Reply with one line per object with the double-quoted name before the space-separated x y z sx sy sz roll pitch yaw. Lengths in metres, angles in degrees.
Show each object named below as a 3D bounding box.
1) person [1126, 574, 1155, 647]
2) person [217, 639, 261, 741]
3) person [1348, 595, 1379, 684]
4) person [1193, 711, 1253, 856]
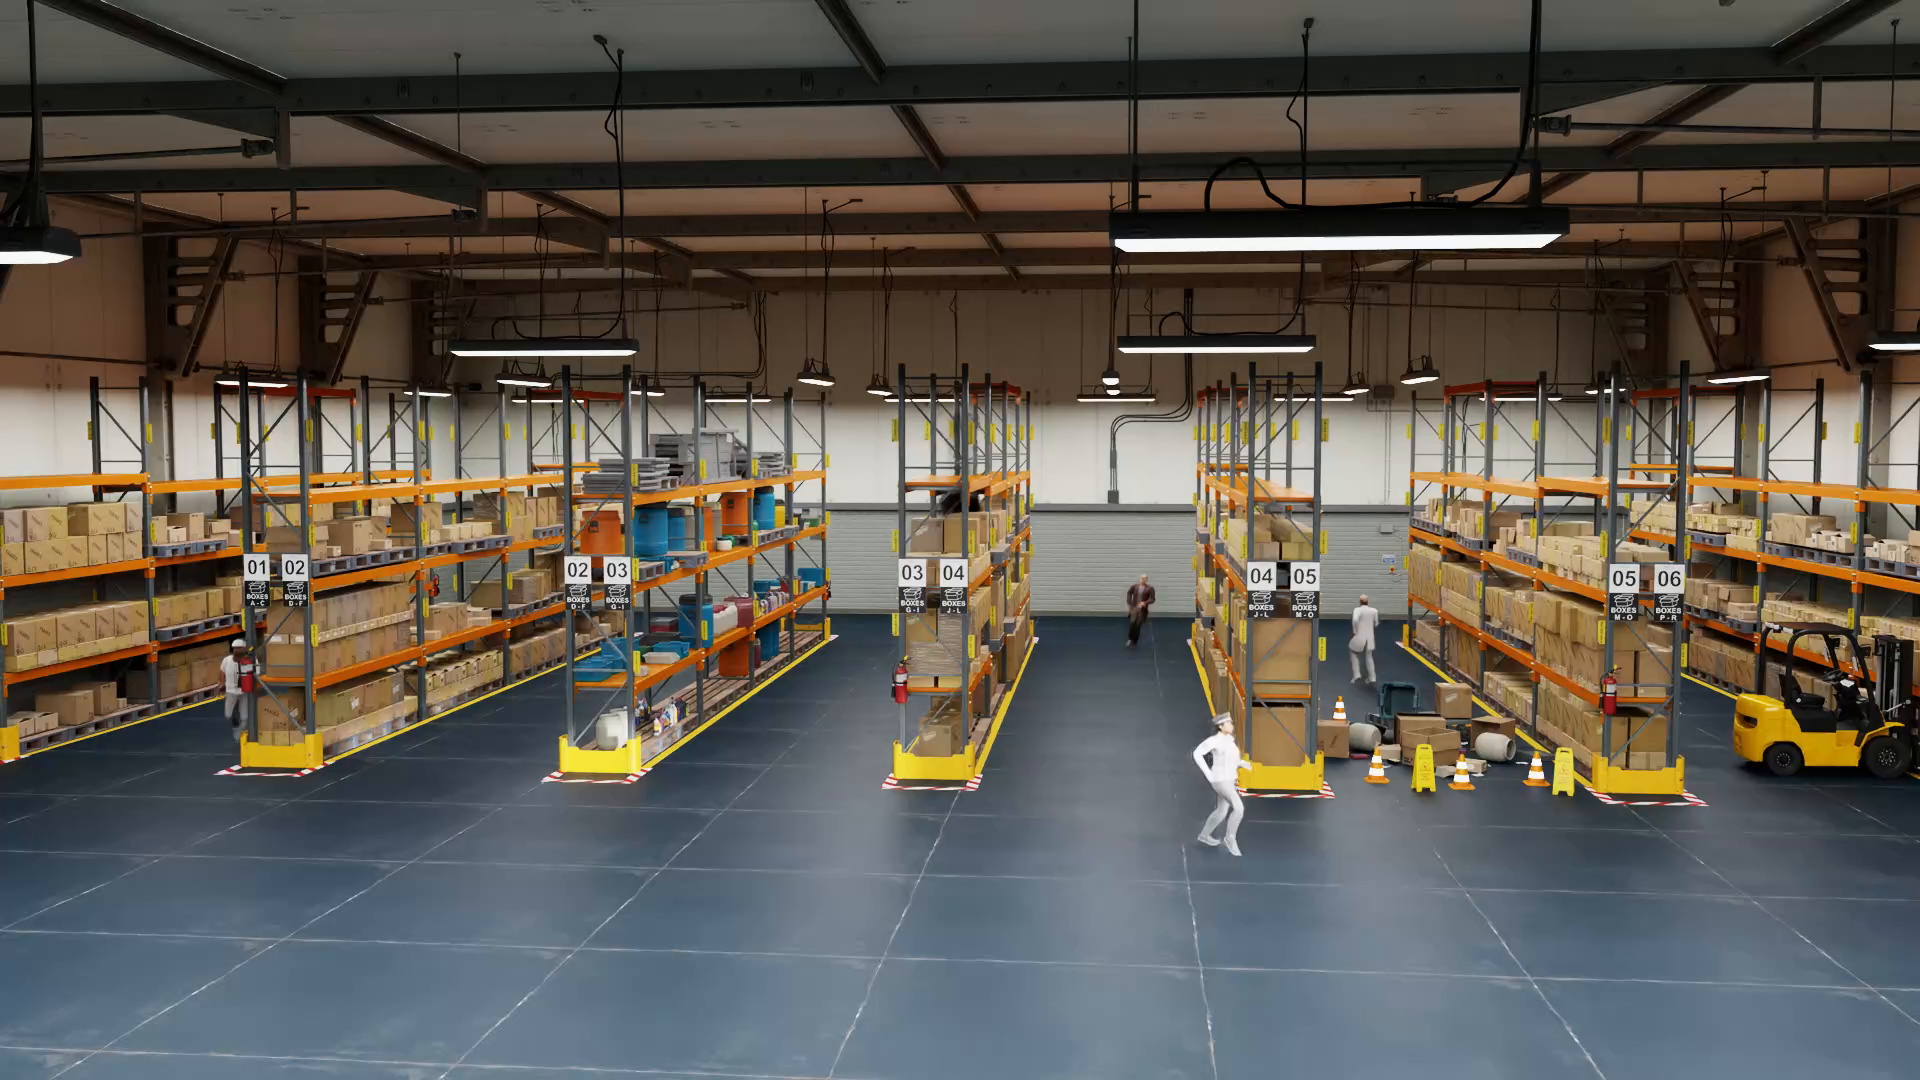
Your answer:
"person" 4.182 1.647 38.624 0.696 1.713 0.678 1 4 13
"person" -11.522 2.435 26.533 0.691 1.713 0.651 0 4 -6
"person" 8.015 2.003 33.033 0.649 1.835 0.892 0 4 -7
"person" 3.149 2.904 19.872 0.704 1.717 0.617 3 4 35
